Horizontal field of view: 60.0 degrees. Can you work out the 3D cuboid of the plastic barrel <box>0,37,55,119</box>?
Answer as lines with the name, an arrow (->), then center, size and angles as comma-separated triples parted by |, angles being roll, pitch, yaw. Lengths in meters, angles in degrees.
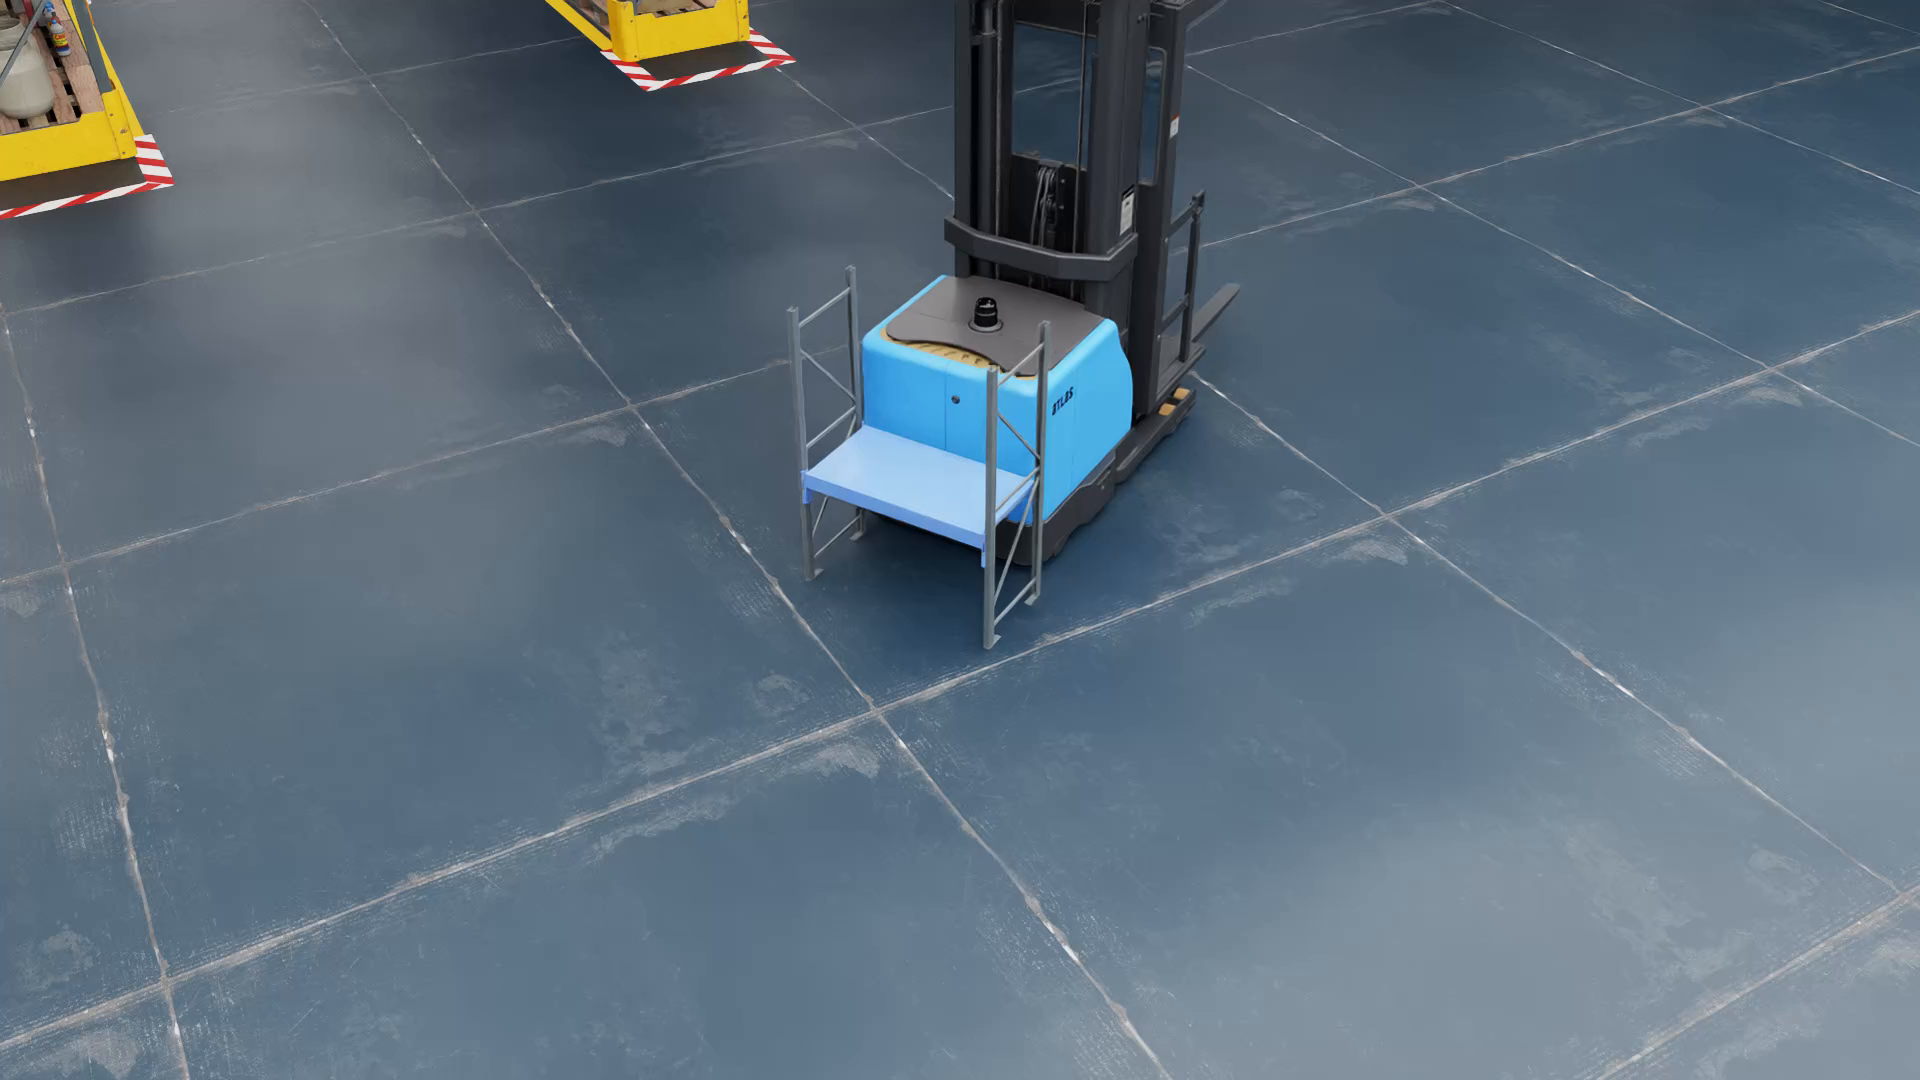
plastic barrel -> -7.032, -3.445, 12.405 | 0.421, 0.512, 0.421 | 0, 36, 0

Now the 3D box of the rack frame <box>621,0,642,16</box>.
rack frame -> -2.353, -5.435, 13.376 | 1.000, 3.000, 0.127 | -19, 40, -24

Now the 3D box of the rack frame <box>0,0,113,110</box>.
rack frame -> -6.635, -3.967, 11.366 | 1.000, 3.000, 0.127 | -19, 40, -24

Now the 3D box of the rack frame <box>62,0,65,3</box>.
rack frame -> -8.645, -6.007, 14.159 | 1.000, 3.000, 0.127 | -19, 40, -24

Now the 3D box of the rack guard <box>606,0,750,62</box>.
rack guard -> -2.391, -4.464, 14.166 | 1.175, 0.500, 0.348 | -19, 40, -24

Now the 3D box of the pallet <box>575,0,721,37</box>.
pallet -> -2.768, -4.772, 14.833 | 1.003, 0.211, 1.213 | -19, 40, -24

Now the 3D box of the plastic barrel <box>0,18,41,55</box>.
plastic barrel -> -7.284, -3.701, 12.755 | 0.421, 0.512, 0.421 | 0, 36, 0

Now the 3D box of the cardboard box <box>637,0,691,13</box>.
cardboard box -> -2.652, -4.919, 14.432 | 0.500, 0.500, 0.500 | -12, 38, -16

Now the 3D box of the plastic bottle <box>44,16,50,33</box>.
plastic bottle -> -7.549, -4.308, 13.832 | 0.097, 0.201, 0.097 | 0, 36, 0

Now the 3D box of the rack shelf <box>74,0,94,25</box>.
rack shelf -> -7.640, -4.697, 12.975 | 1.077, 0.370, 4.000 | -19, 40, -24

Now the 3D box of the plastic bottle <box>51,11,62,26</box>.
plastic bottle -> -7.375, -4.186, 13.595 | 0.061, 0.283, 0.133 | -18, 40, -23

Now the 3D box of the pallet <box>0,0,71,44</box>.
pallet -> -8.343, -4.526, 14.496 | 1.003, 0.211, 1.213 | -19, 40, -24

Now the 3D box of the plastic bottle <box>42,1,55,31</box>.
plastic bottle -> -7.601, -4.389, 13.884 | 0.097, 0.271, 0.097 | 0, 36, 0

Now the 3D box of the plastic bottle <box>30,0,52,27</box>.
plastic bottle -> -7.735, -4.495, 14.025 | 0.152, 0.276, 0.135 | -18, 40, -23

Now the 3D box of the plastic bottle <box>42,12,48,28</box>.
plastic bottle -> -7.652, -4.413, 13.976 | 0.097, 0.201, 0.097 | 0, 36, 0

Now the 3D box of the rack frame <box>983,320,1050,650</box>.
rack frame -> 0.251, -0.221, 7.508 | 0.032, 1.500, 0.500 | 19, 40, 24

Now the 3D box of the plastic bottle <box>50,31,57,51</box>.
plastic bottle -> -7.329, -4.085, 13.526 | 0.097, 0.201, 0.097 | 0, 36, 0

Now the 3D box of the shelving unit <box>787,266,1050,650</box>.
shelving unit -> -0.186, -0.375, 7.719 | 1.048, 1.500, 0.538 | 19, 40, 24

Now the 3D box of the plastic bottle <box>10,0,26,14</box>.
plastic bottle -> -8.091, -4.687, 14.288 | 0.152, 0.276, 0.135 | -19, 40, -24

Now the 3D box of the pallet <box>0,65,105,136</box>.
pallet -> -7.118, -3.282, 12.792 | 1.003, 0.211, 1.213 | -19, 40, -24

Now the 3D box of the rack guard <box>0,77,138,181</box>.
rack guard -> -6.714, -2.983, 12.137 | 1.175, 0.500, 0.348 | -19, 40, -24

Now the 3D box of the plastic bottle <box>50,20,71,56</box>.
plastic bottle -> -7.277, -4.060, 13.433 | 0.097, 0.271, 0.097 | 0, 36, 0

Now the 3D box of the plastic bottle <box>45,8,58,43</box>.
plastic bottle -> -7.449, -4.235, 13.673 | 0.097, 0.271, 0.097 | 0, 36, 0

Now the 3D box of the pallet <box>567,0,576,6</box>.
pallet -> -3.377, -5.394, 15.684 | 1.003, 0.211, 1.213 | -19, 40, -24

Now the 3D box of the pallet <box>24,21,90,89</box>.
pallet -> -7.726, -3.903, 13.643 | 1.003, 0.211, 1.213 | -19, 40, -24

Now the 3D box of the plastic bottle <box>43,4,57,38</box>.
plastic bottle -> -7.499, -4.286, 13.743 | 0.097, 0.271, 0.097 | 0, 36, 0

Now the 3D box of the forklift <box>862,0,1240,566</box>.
forklift -> 0.683, -1.902, 8.597 | 1.130, 2.935, 3.031 | 19, 40, 24

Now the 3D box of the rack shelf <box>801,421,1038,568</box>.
rack shelf -> -0.186, -0.229, 7.825 | 1.000, 0.185, 0.538 | 19, 40, 24

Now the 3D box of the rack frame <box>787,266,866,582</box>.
rack frame -> -0.622, -0.528, 7.929 | 0.032, 1.500, 0.500 | 19, 40, 24

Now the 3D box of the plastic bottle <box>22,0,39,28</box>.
plastic bottle -> -7.827, -4.466, 13.979 | 0.061, 0.283, 0.133 | -19, 40, -24
